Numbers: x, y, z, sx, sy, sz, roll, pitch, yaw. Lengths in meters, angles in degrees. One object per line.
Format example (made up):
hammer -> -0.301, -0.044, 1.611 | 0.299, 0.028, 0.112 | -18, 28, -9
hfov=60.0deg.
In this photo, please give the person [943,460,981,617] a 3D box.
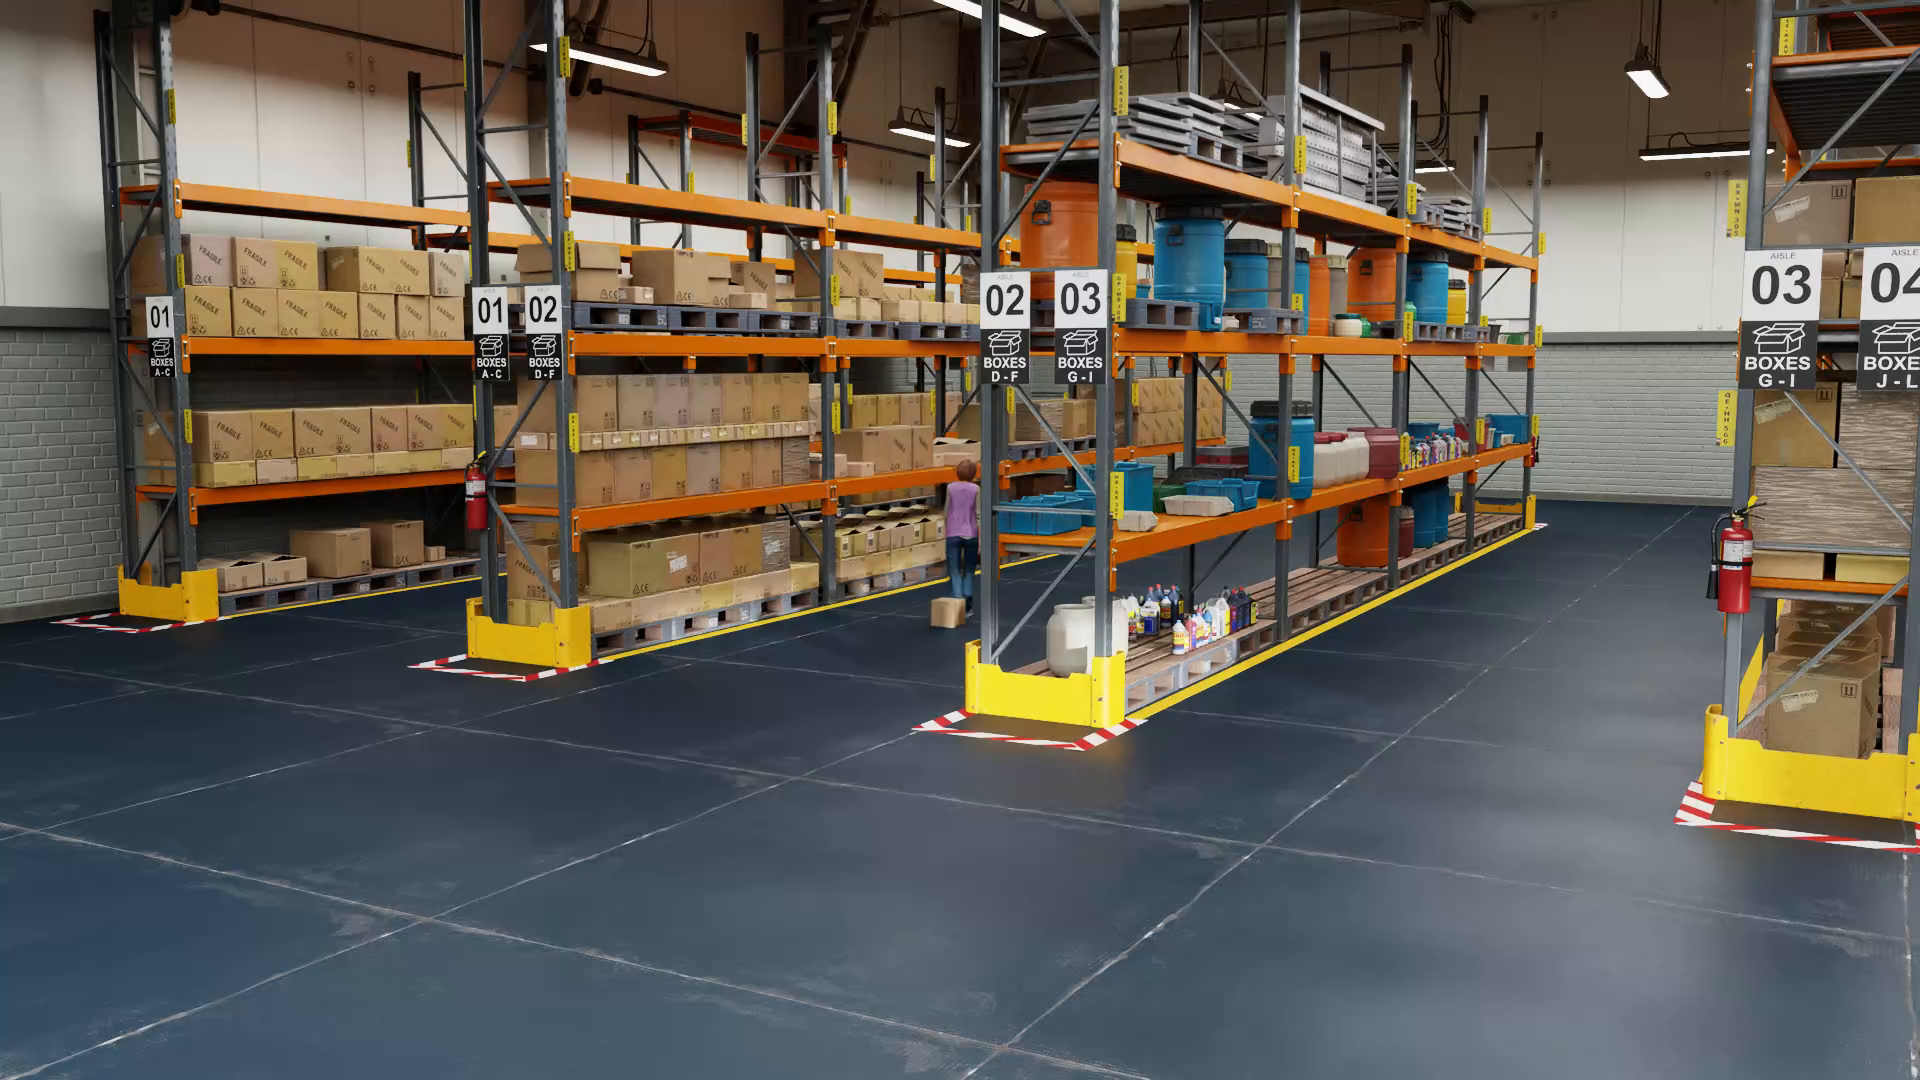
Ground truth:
person -> 0.022, 0.006, 16.534 | 0.439, 1.575, 0.639 | 0, 6, 3
